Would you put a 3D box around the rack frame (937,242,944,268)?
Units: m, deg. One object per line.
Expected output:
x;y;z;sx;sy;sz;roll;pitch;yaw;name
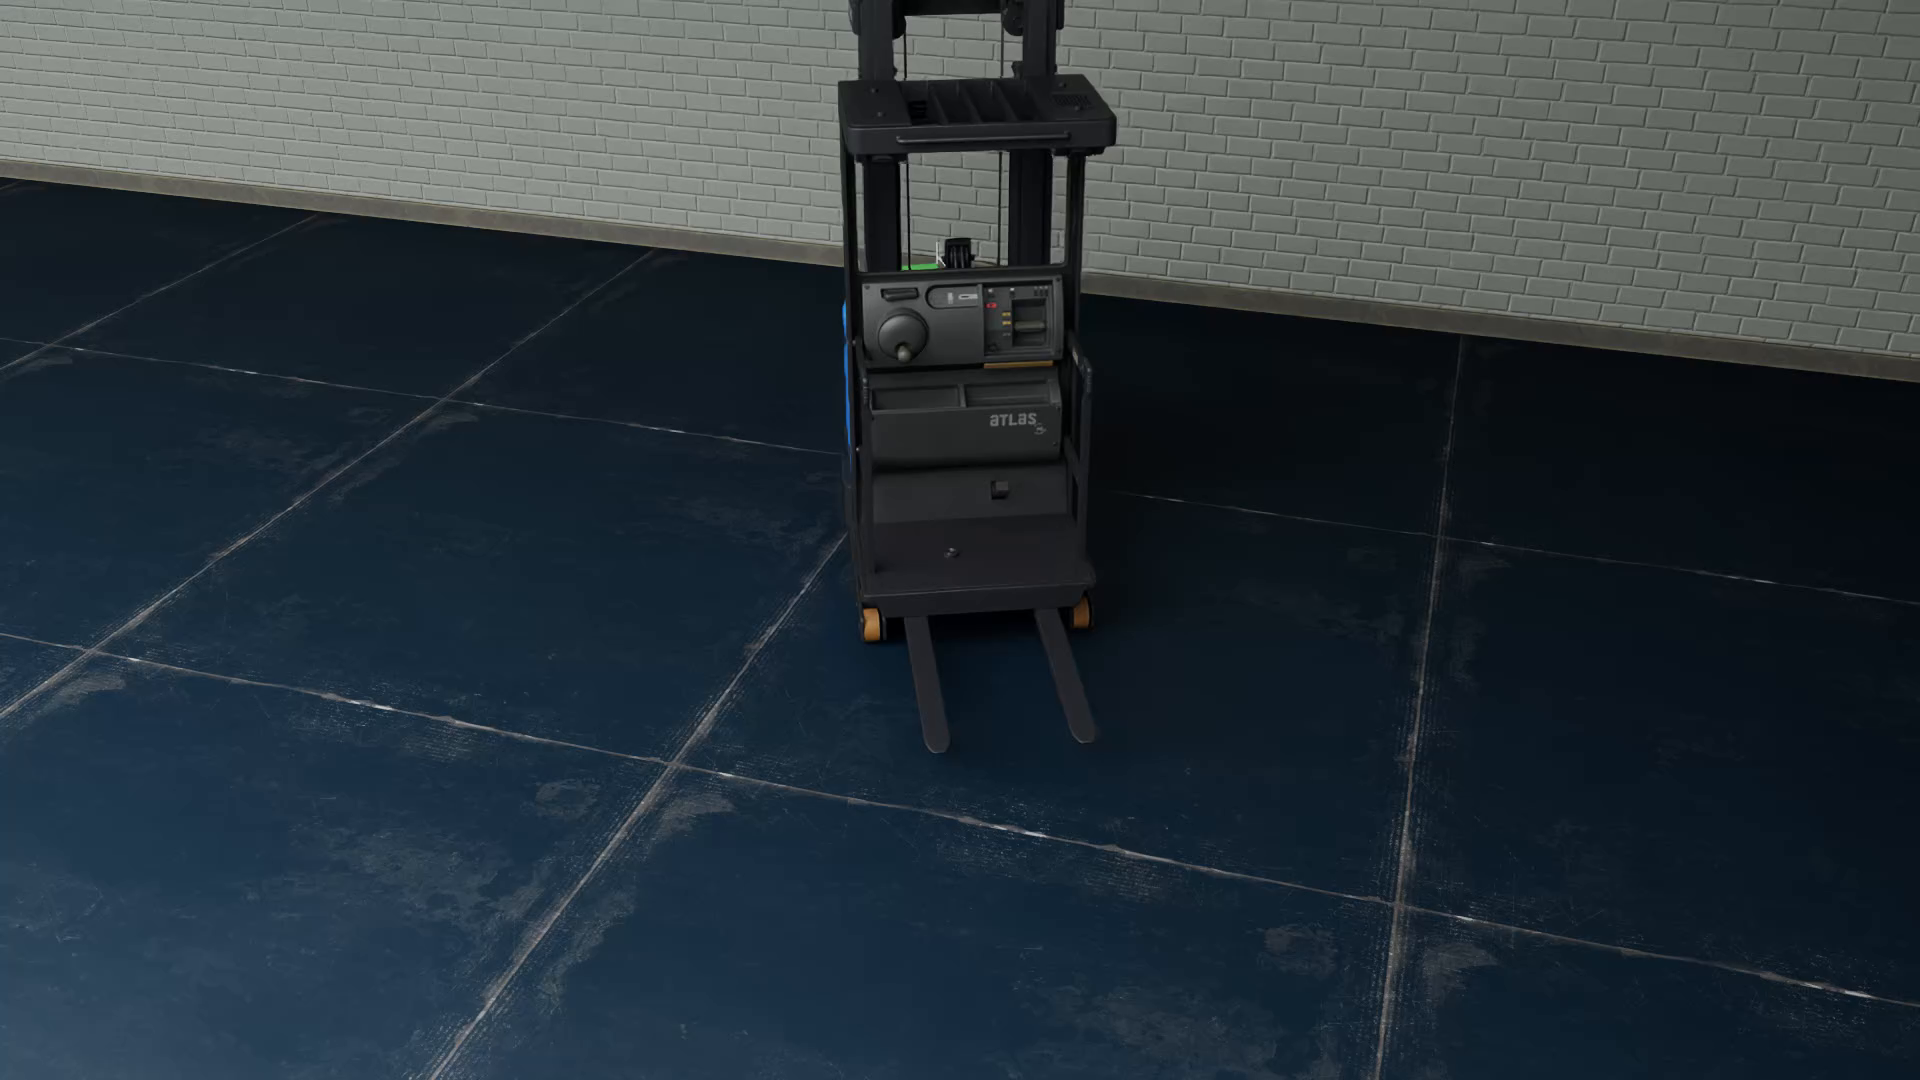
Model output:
-0.087;-1.073;9.427;0.015;1.200;0.240;-7;26;-12;rack frame

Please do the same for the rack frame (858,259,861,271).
-0.562;-1.018;9.329;0.015;1.200;0.240;-7;26;-12;rack frame

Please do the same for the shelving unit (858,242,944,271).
-0.324;-1.045;9.378;0.503;1.200;0.258;-7;26;-12;shelving unit

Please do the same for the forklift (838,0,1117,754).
0.044;-0.973;7.485;1.130;2.935;3.031;-3;29;-6;forklift

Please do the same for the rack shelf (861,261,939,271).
-0.330;-1.421;9.200;0.480;0.148;0.258;-7;26;-12;rack shelf
